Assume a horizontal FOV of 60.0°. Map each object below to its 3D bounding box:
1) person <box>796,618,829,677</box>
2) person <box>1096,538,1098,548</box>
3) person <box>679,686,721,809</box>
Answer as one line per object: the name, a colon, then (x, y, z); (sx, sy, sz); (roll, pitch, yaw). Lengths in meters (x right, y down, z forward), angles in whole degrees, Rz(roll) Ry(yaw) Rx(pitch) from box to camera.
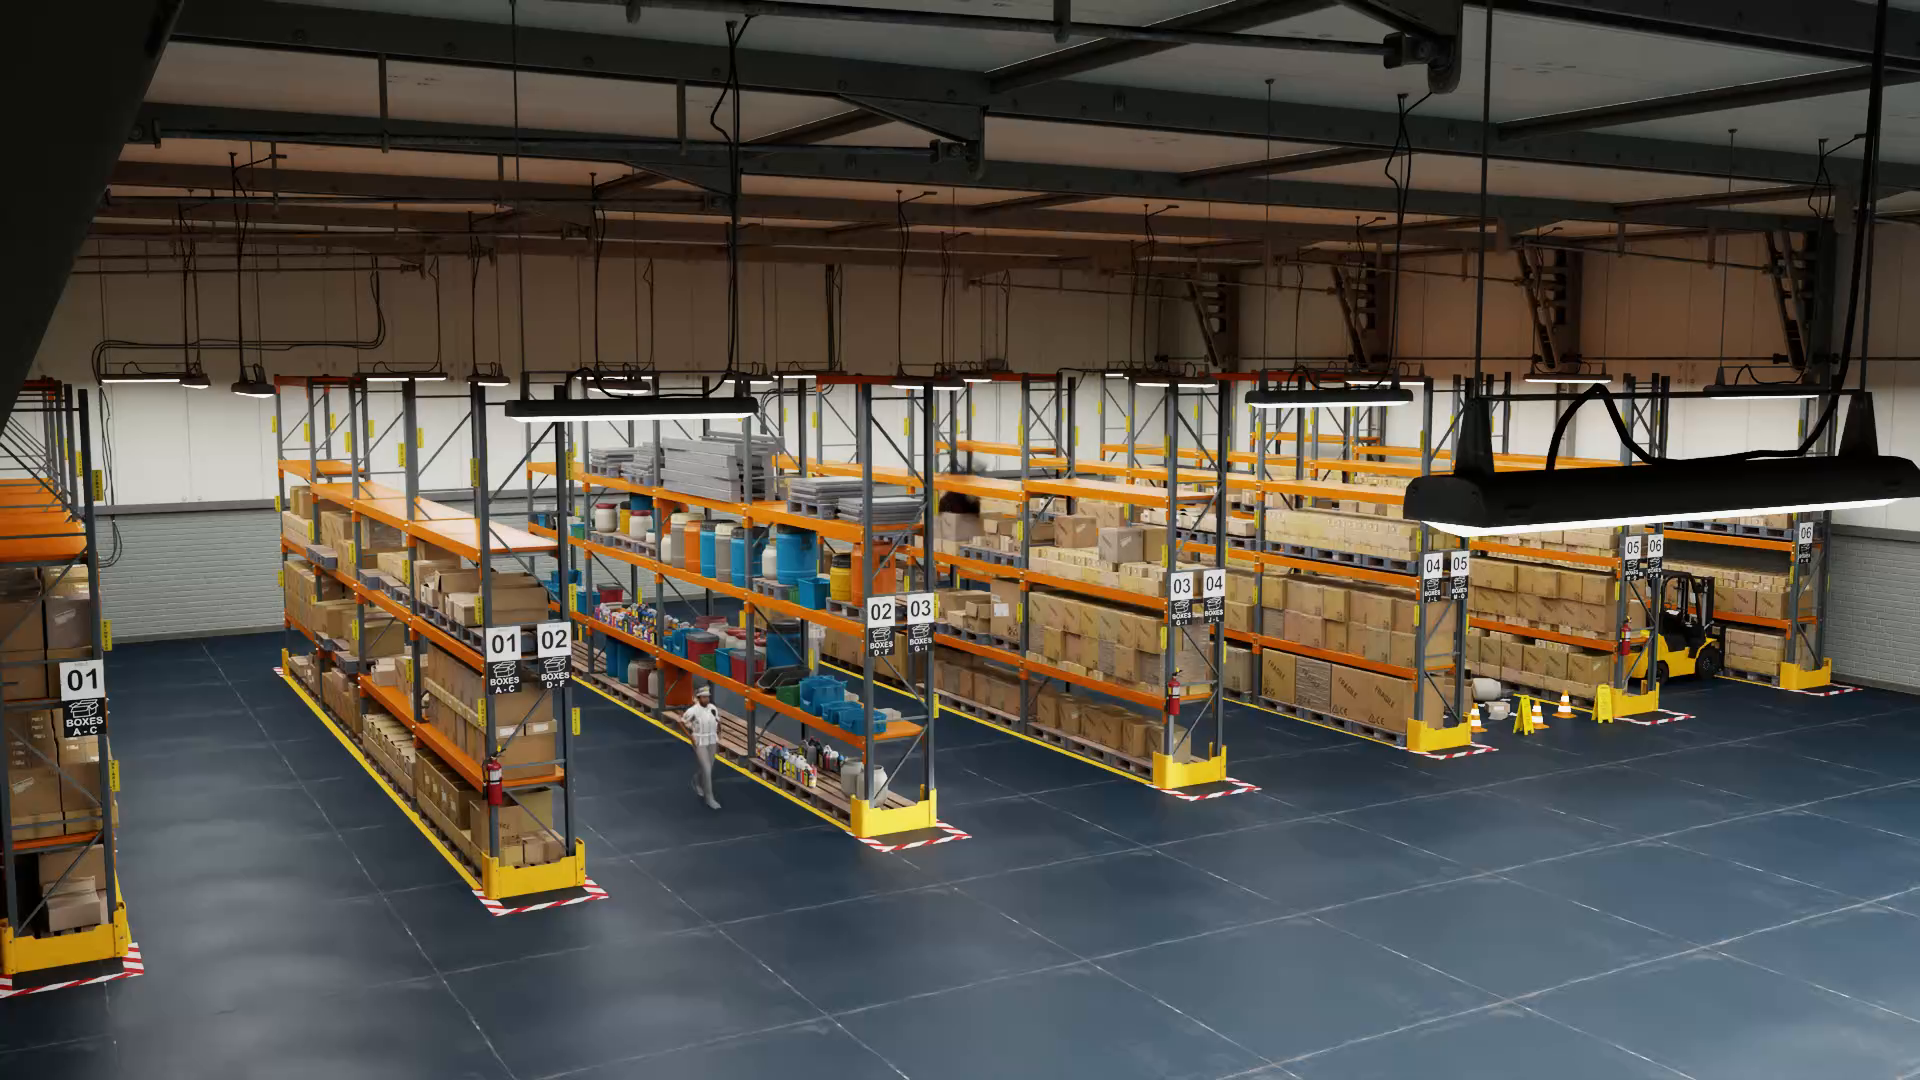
person: (-2.648, 1.875, 30.658); (0.578, 1.803, 0.717); (-6, 9, -43)
person: (3.633, 0.681, 44.662); (0.611, 1.586, 0.590); (-1, 6, -7)
person: (-3.647, 2.897, 23.584); (0.590, 1.690, 0.846); (-5, 8, -41)
